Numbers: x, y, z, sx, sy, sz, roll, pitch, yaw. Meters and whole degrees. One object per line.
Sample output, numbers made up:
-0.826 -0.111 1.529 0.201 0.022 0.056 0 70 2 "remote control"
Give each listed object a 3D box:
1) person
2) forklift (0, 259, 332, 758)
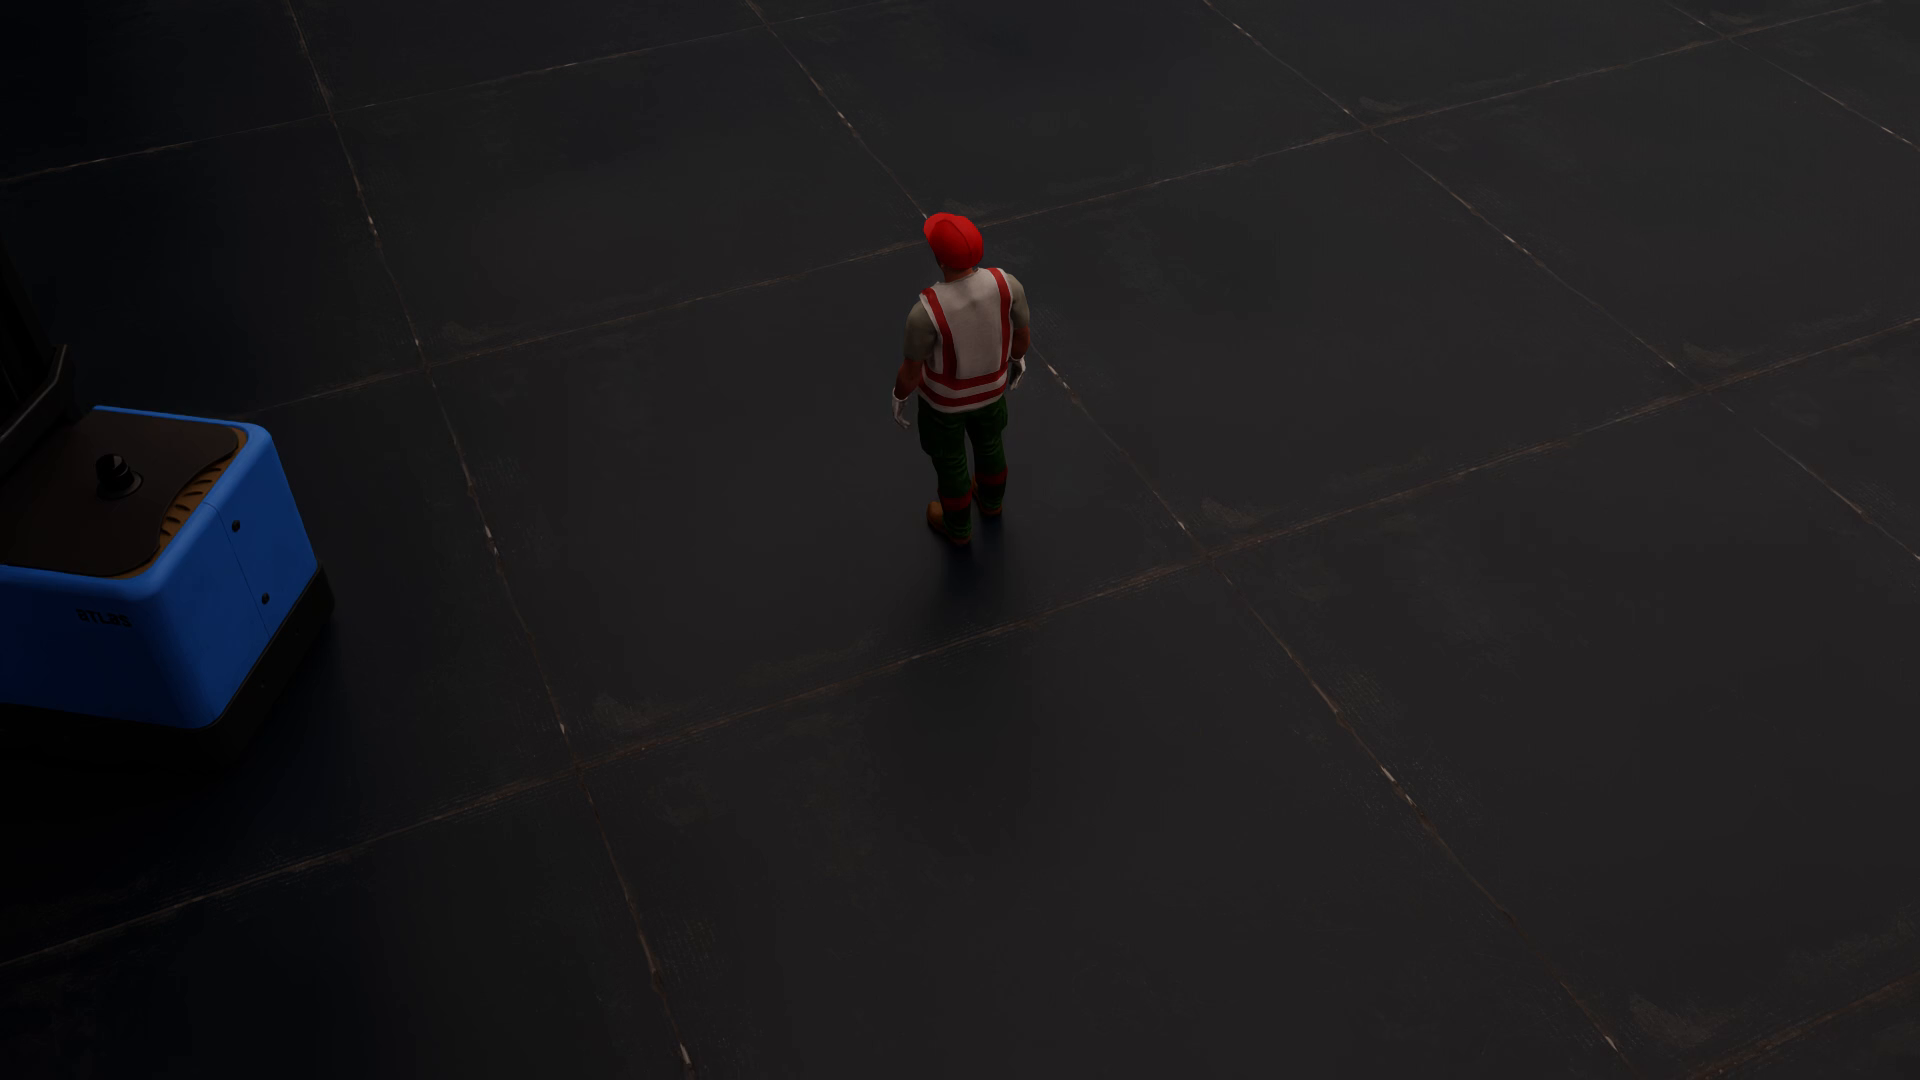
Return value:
-0.022 -0.713 7.270 0.637 1.787 0.564 -18 46 -18 "person"
-4.360 -0.552 6.271 3.031 2.935 1.130 2 43 2 "forklift"
